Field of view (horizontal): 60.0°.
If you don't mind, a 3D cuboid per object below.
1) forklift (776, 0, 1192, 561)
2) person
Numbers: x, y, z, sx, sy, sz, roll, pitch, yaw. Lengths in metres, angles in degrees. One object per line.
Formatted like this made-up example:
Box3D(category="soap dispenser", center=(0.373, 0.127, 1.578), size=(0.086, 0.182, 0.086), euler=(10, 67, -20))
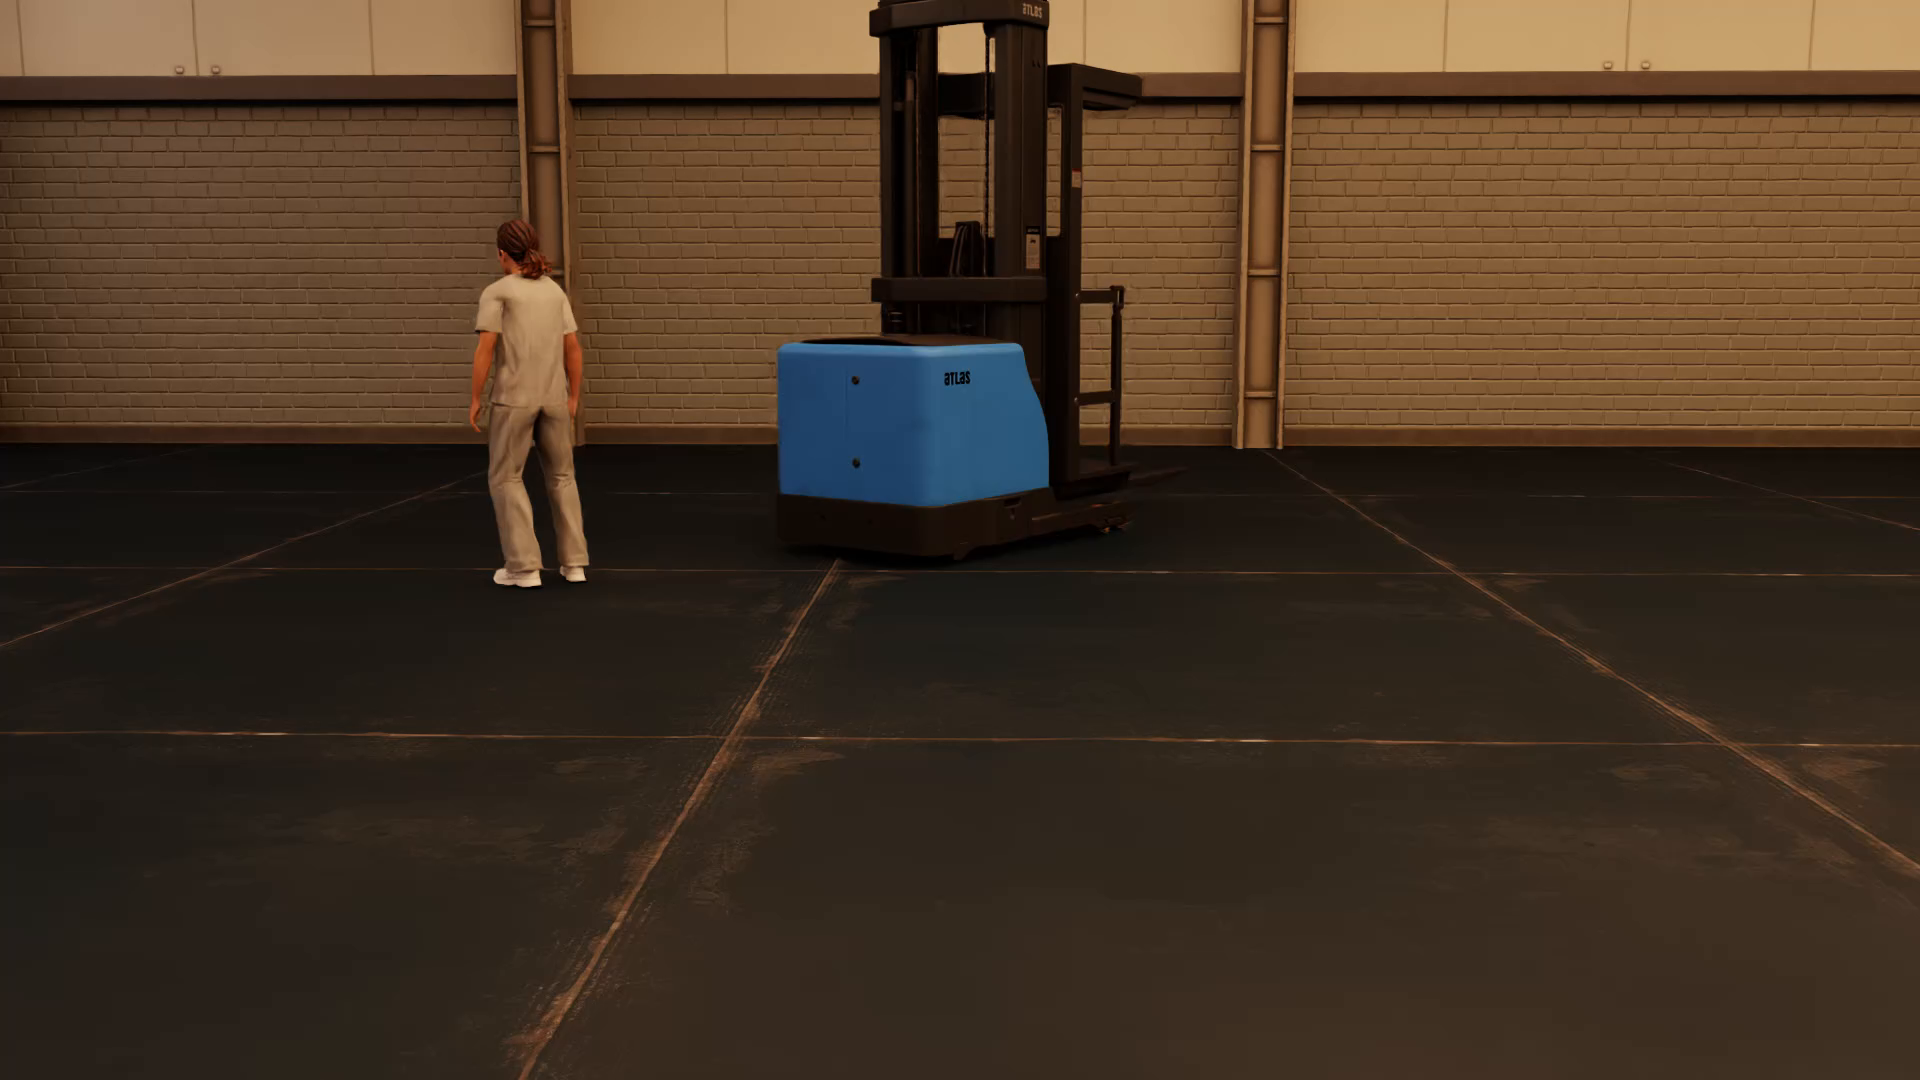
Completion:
Box3D(category="forklift", center=(0.316, -1.524, 9.270), size=(1.130, 2.935, 3.031), euler=(6, 11, 35))
Box3D(category="person", center=(-1.960, -0.617, 7.570), size=(0.543, 1.658, 0.352), euler=(-7, 11, -40))
